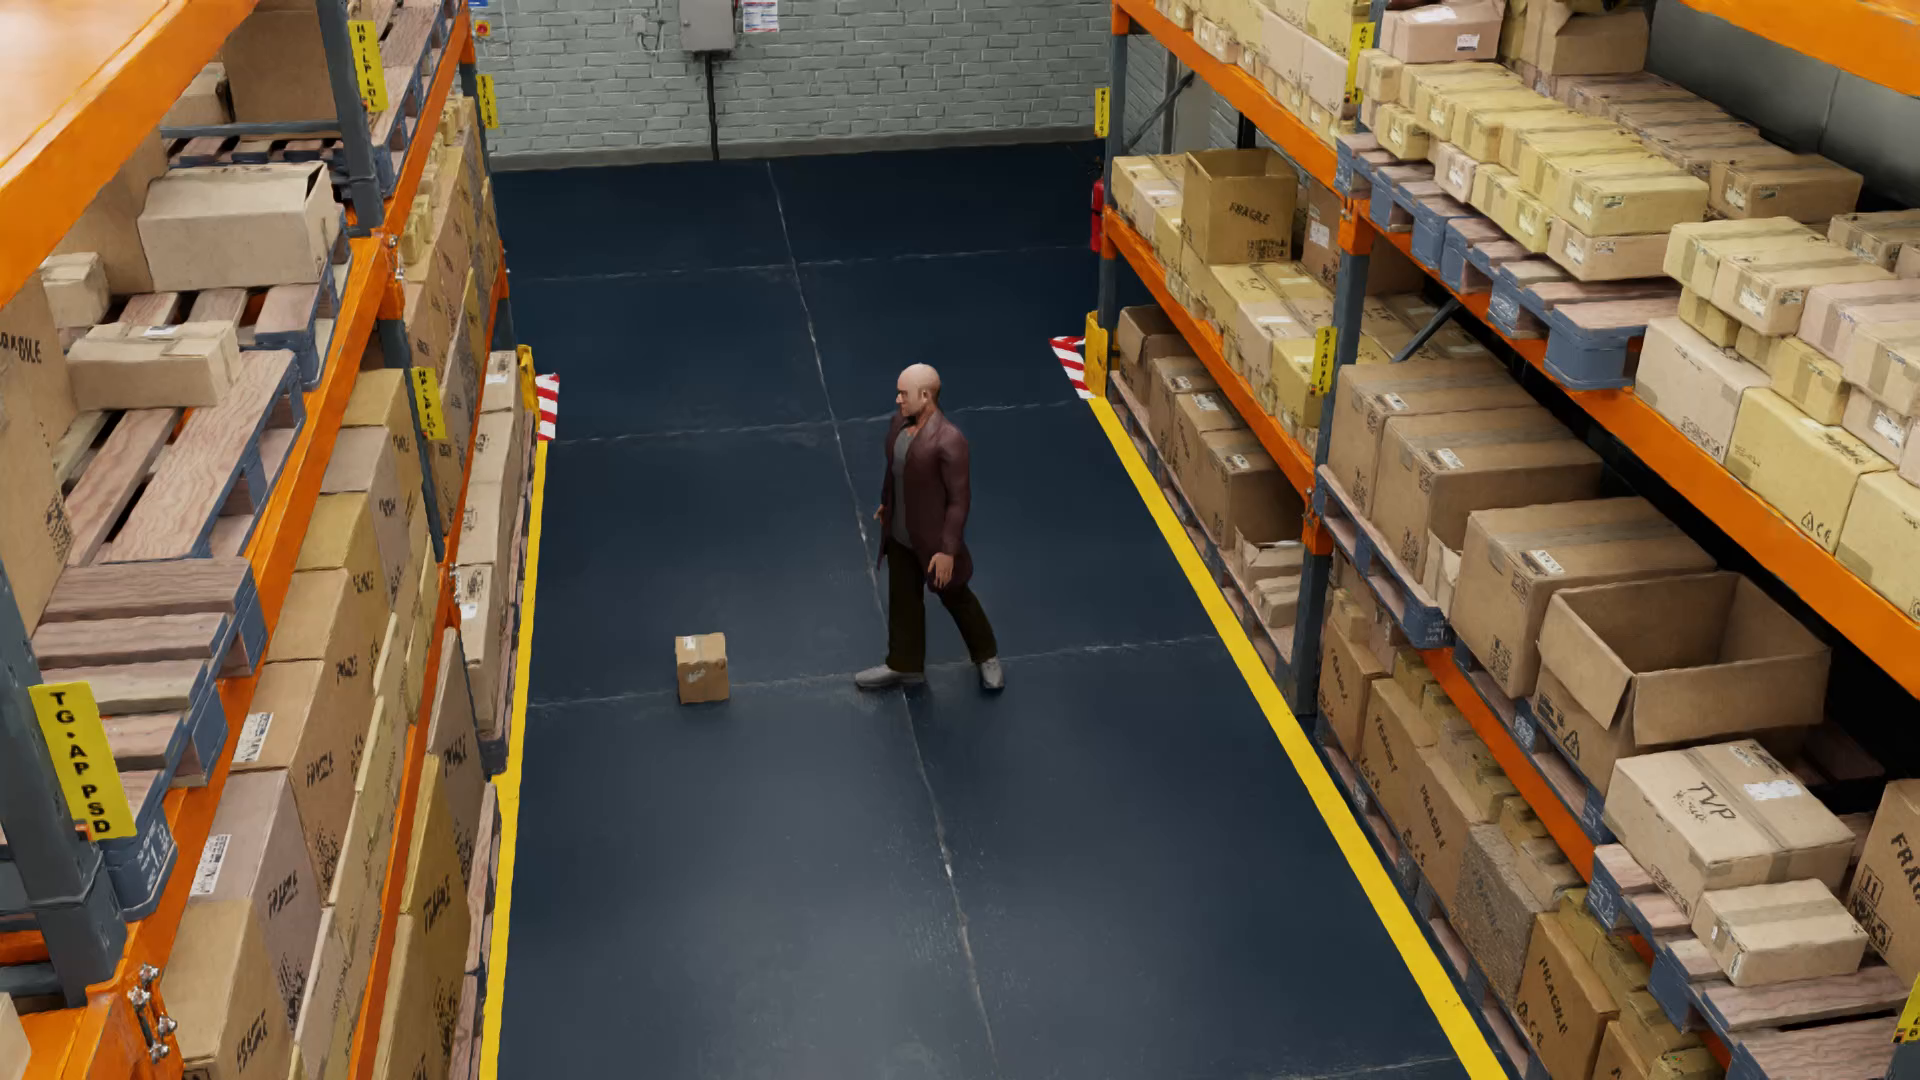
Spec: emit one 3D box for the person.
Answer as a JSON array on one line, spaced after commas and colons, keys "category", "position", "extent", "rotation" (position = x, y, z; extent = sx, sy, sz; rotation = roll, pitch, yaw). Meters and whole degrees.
[{"category": "person", "position": [-0.168, -0.059, 8.255], "extent": [0.707, 1.774, 0.775], "rotation": [-23, 37, -34]}]
